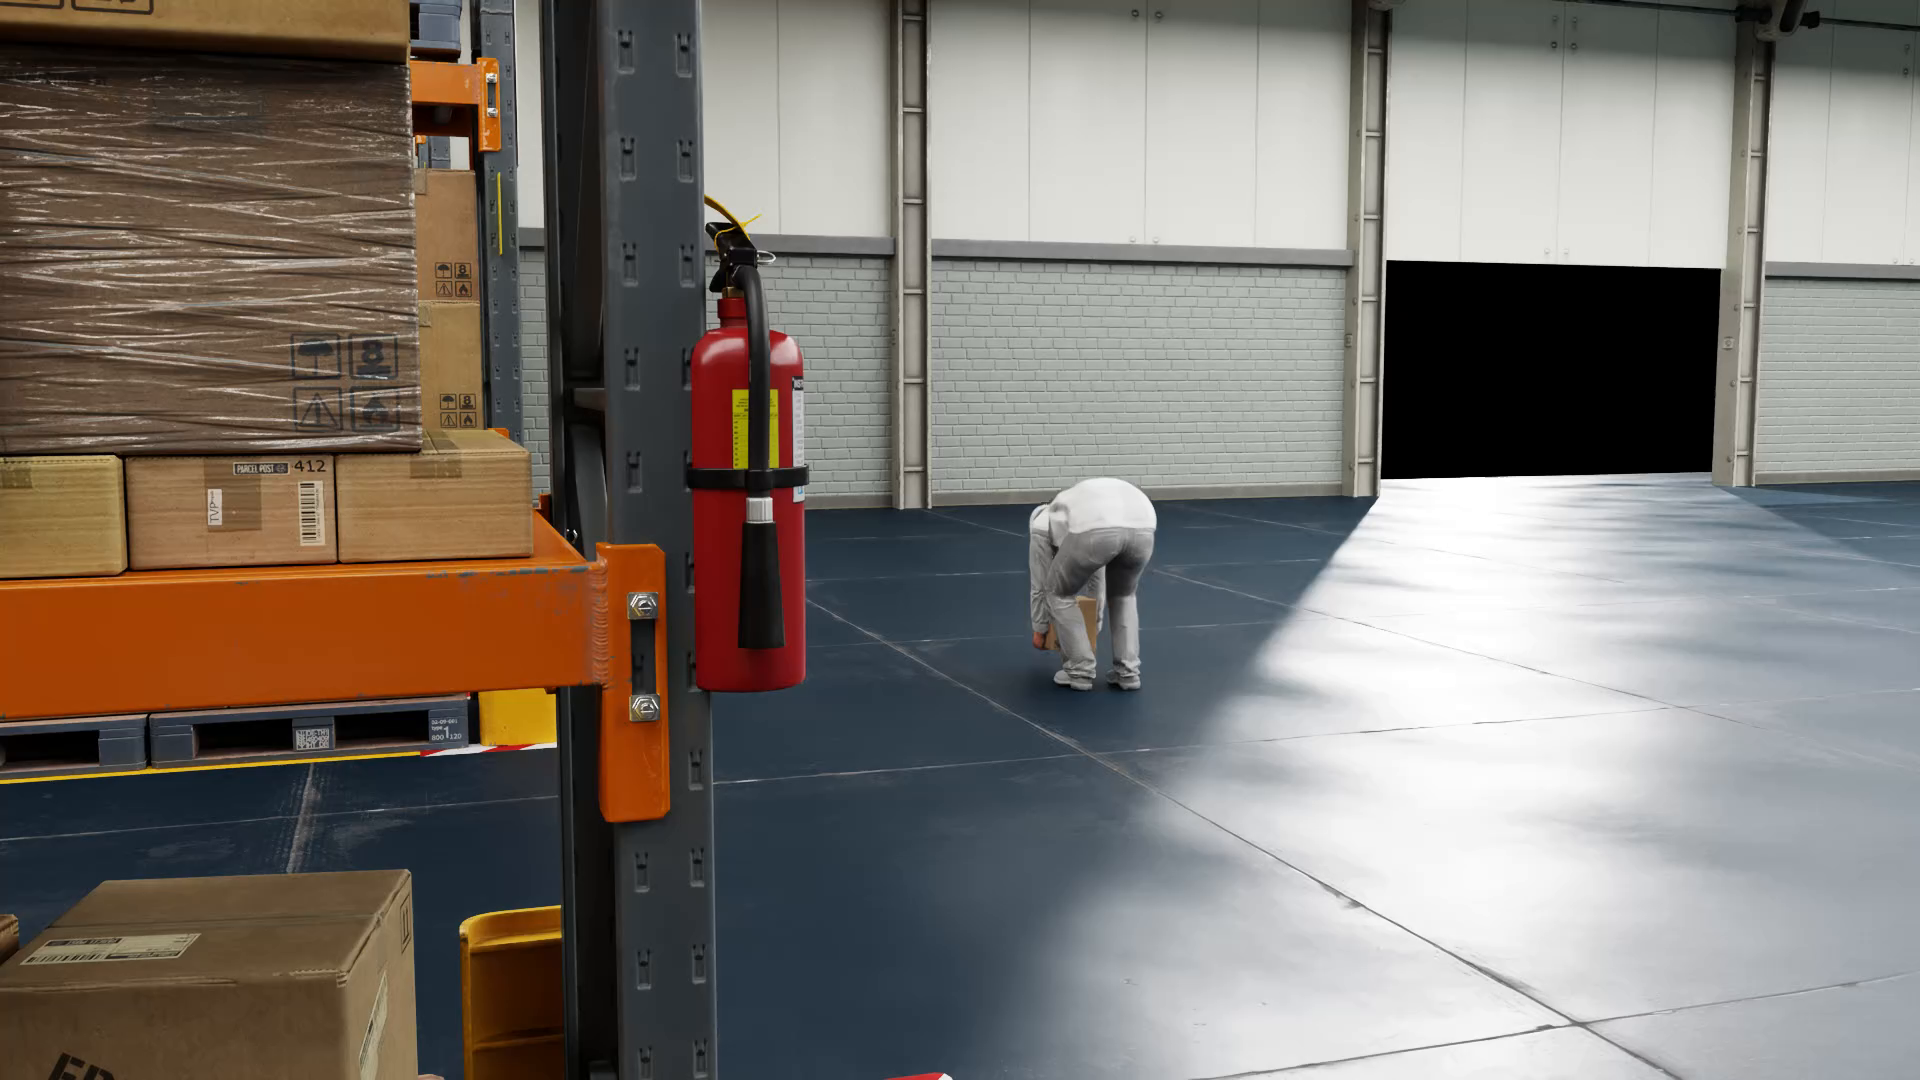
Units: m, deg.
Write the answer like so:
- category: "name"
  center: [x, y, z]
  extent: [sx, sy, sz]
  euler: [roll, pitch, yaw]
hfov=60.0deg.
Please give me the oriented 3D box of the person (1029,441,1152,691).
- category: "person"
  center: [0.604, 0.115, 8.432]
  extent: [0.464, 1.200, 0.995]
  euler: [-2, 6, -20]
